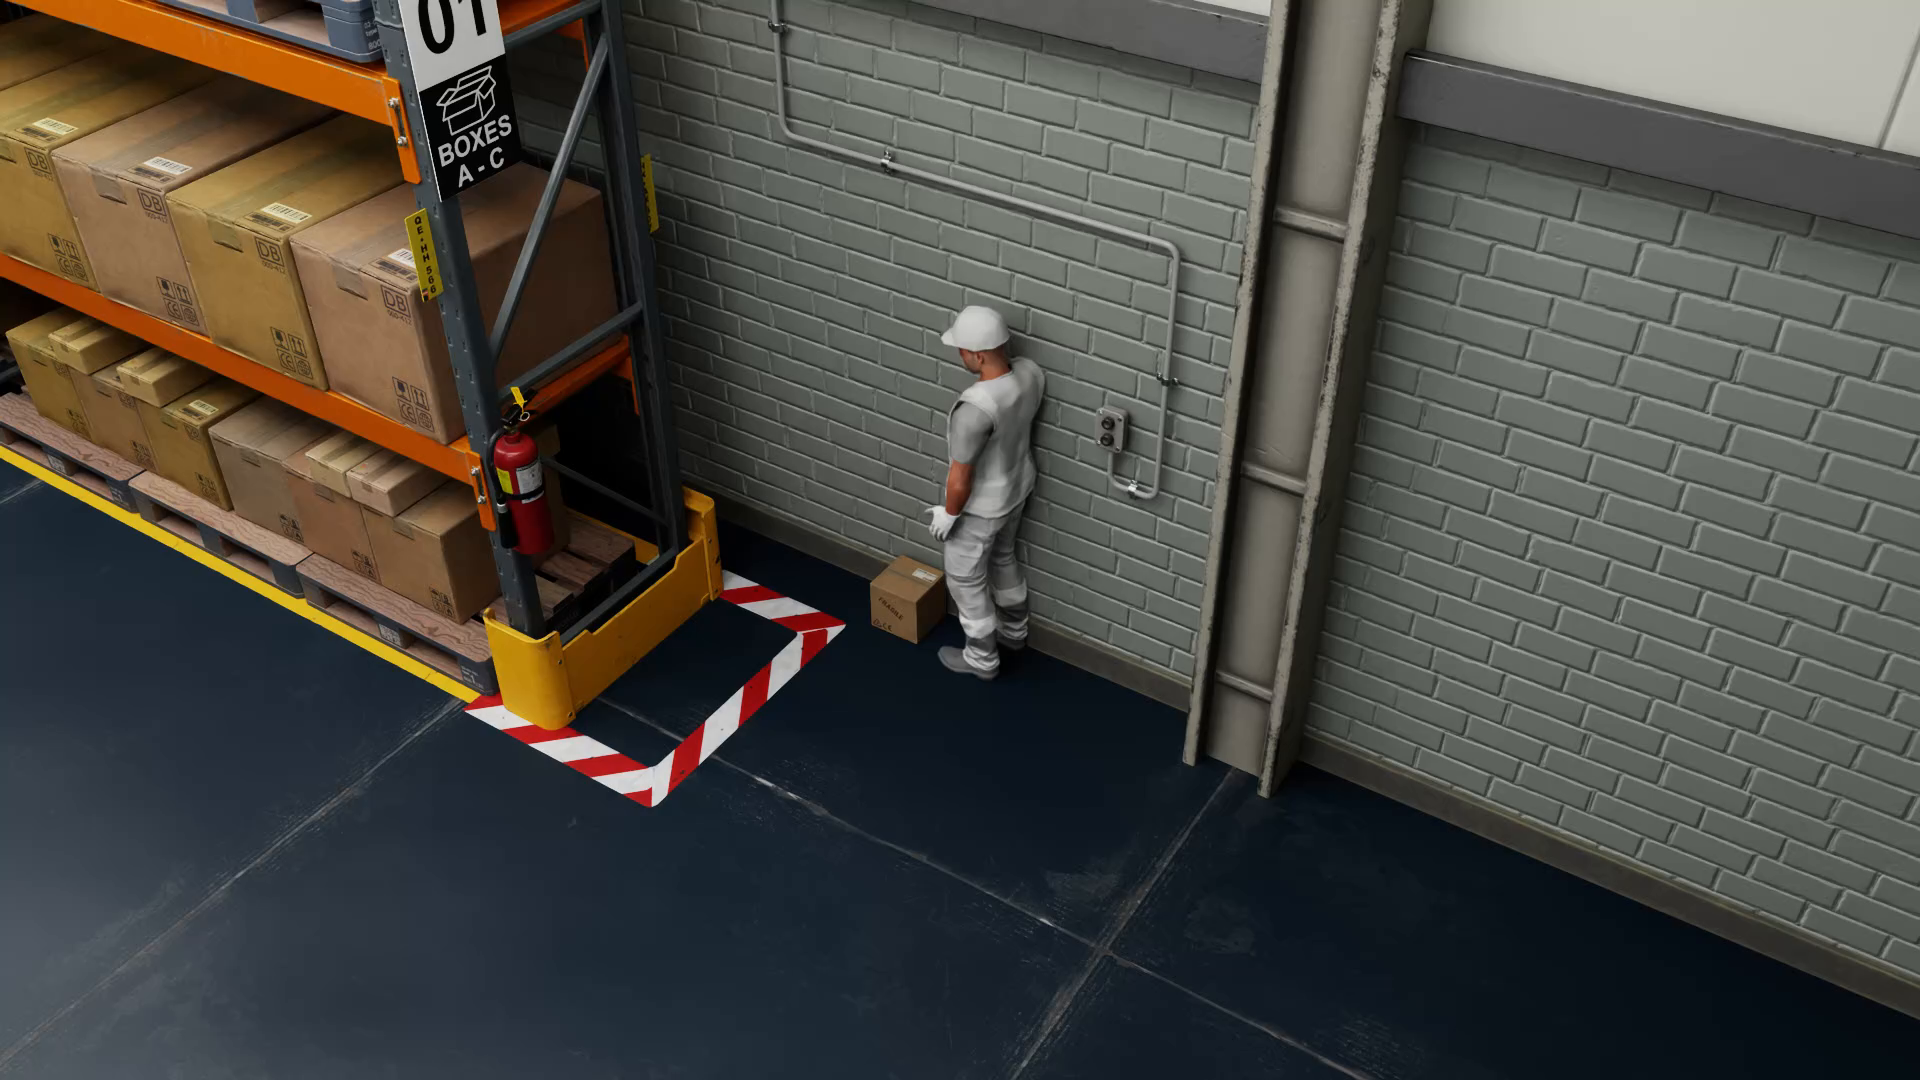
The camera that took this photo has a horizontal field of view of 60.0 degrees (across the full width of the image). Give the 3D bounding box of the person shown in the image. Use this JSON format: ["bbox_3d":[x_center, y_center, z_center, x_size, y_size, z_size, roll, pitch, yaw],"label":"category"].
[{"bbox_3d":[0.107,-0.179,6.902,0.352,1.779,0.529,23,44,26],"label":"person"}]
